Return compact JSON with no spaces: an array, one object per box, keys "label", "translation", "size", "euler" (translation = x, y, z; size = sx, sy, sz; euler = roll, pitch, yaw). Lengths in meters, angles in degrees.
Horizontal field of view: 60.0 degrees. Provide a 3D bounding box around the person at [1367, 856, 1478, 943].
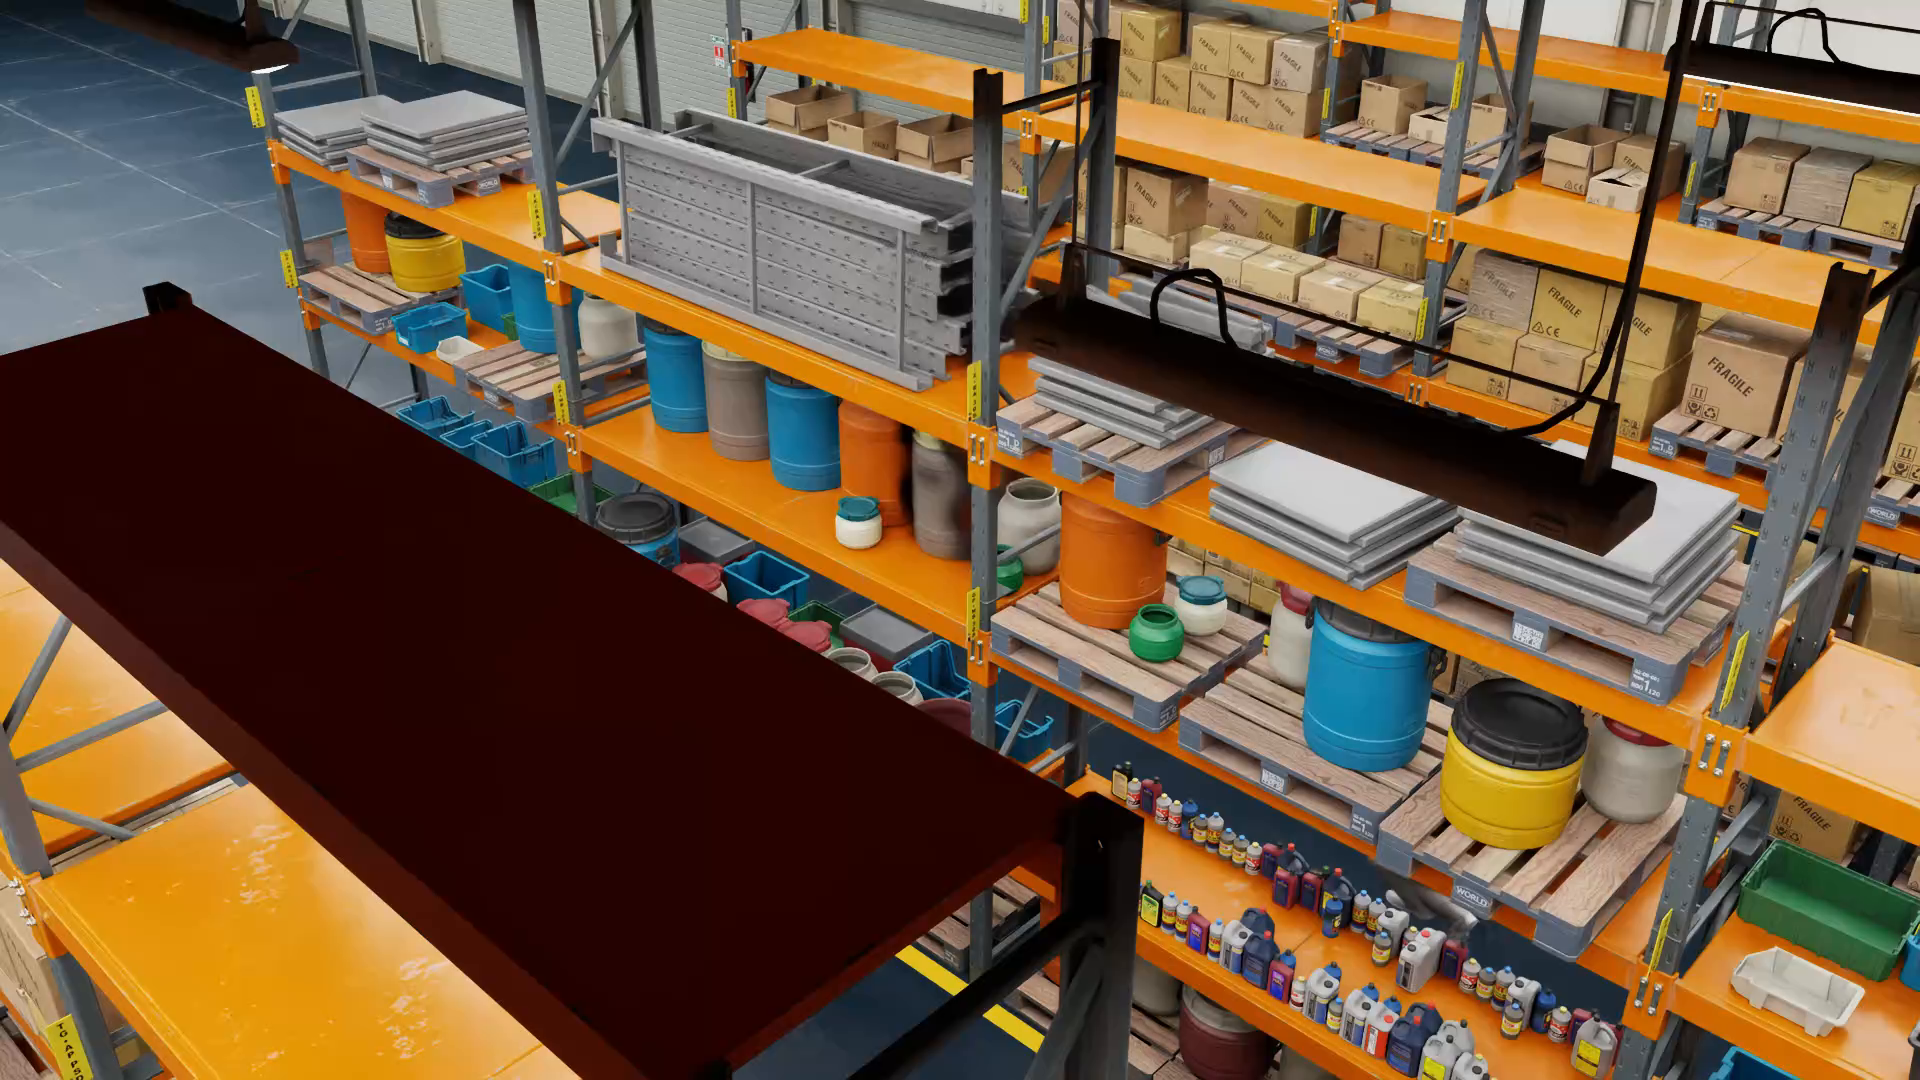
[{"label":"person","translation":[3.056,1.961,10.833],"size":[0.790,1.590,0.704],"euler":[26,38,38]}]
